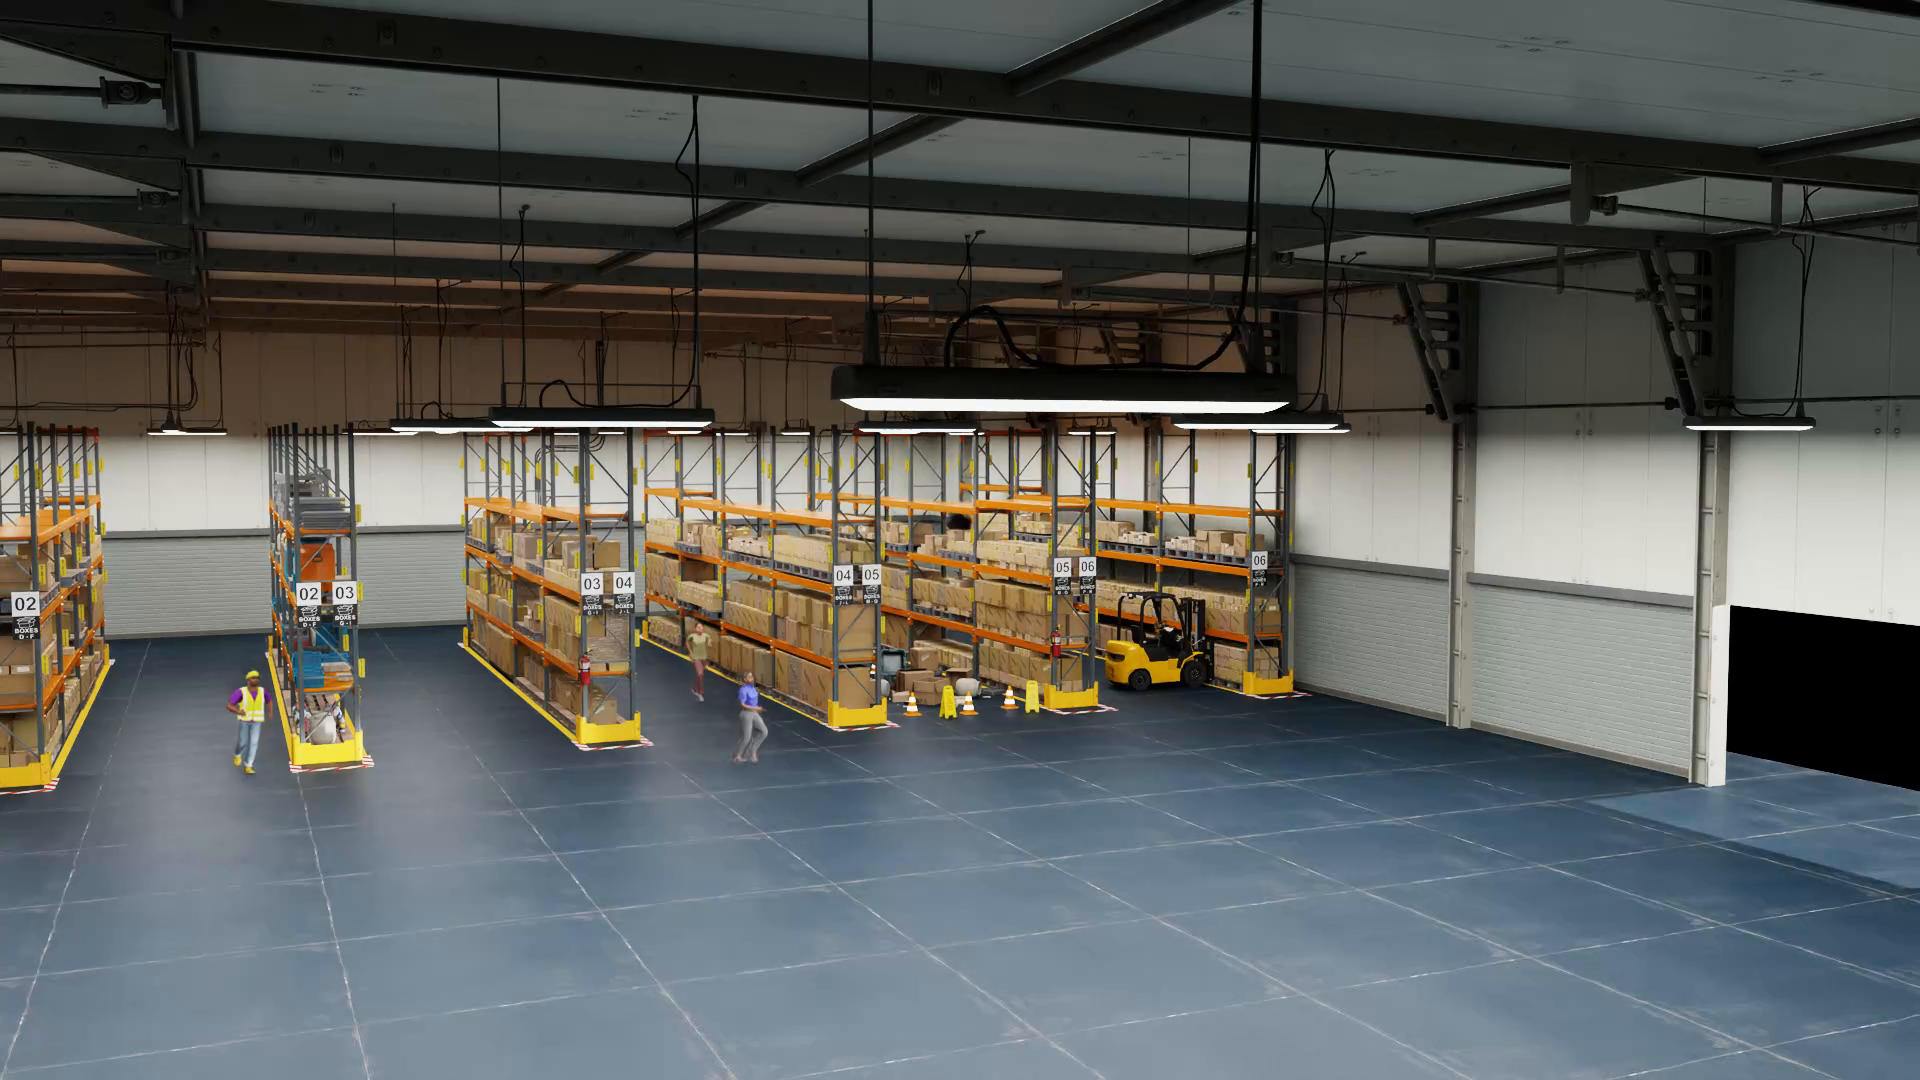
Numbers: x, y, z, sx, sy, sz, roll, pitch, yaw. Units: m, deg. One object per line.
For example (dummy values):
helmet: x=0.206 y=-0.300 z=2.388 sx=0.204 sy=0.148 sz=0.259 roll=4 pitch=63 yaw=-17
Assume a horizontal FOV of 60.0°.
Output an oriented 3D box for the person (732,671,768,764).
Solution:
person: x=-3.702 y=3.123 z=29.249 sx=0.654 sy=1.653 sz=0.576 roll=1 pitch=4 yaw=21

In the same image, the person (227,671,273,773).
person: x=-12.184 y=3.117 z=28.613 sx=0.770 sy=1.696 sz=0.781 roll=-2 pitch=4 yaw=-33

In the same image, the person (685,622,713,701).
person: x=-5.723 y=2.657 z=36.631 sx=0.549 sy=1.725 sz=0.793 roll=-2 pitch=4 yaw=-28
